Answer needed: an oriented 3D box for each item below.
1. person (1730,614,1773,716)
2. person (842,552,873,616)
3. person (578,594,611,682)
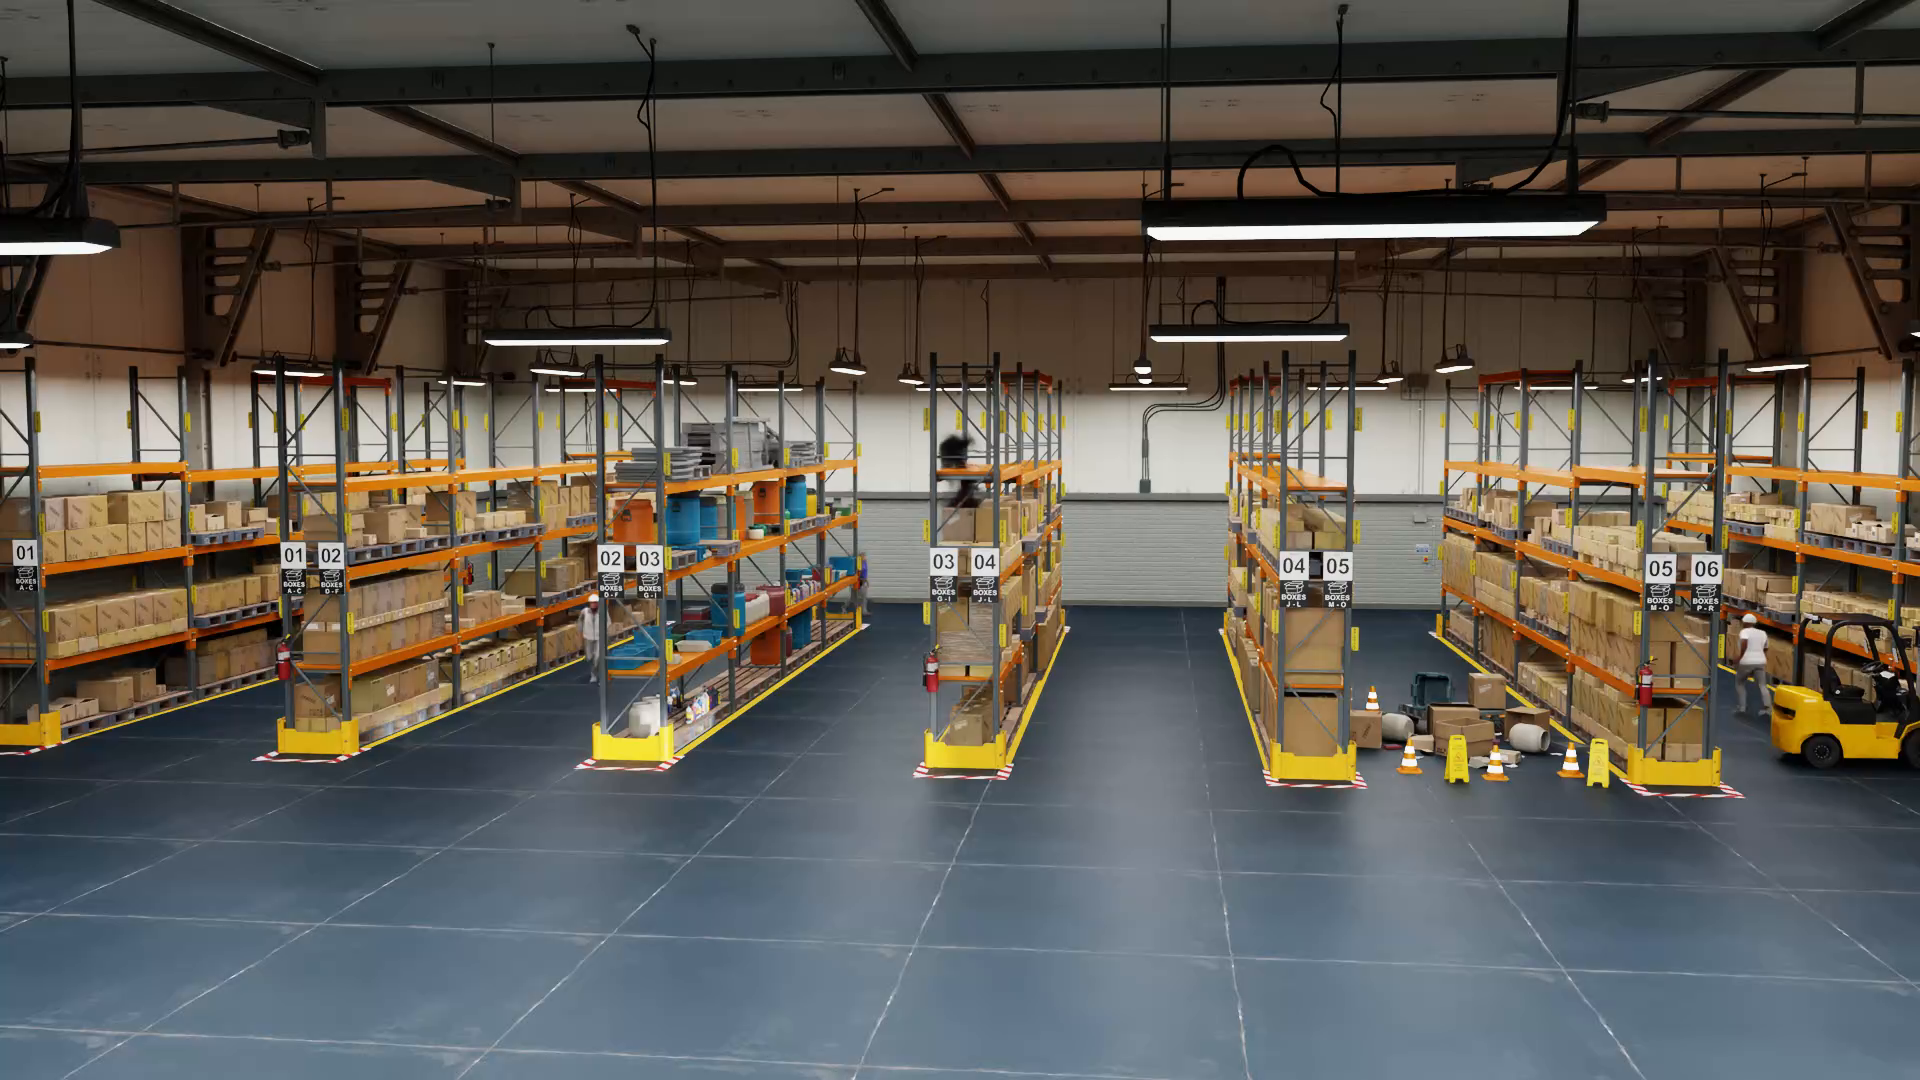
[{"bbox_3d":[13.468,2.139,28.251,0.714,1.733,0.984,0,4,-4],"label":"person"},{"bbox_3d":[-2.560,1.133,42.834,0.930,1.629,0.609,3,5,38],"label":"person"},{"bbox_3d":[-7.052,1.883,32.103,0.643,1.706,0.693,-1,4,-11],"label":"person"}]
